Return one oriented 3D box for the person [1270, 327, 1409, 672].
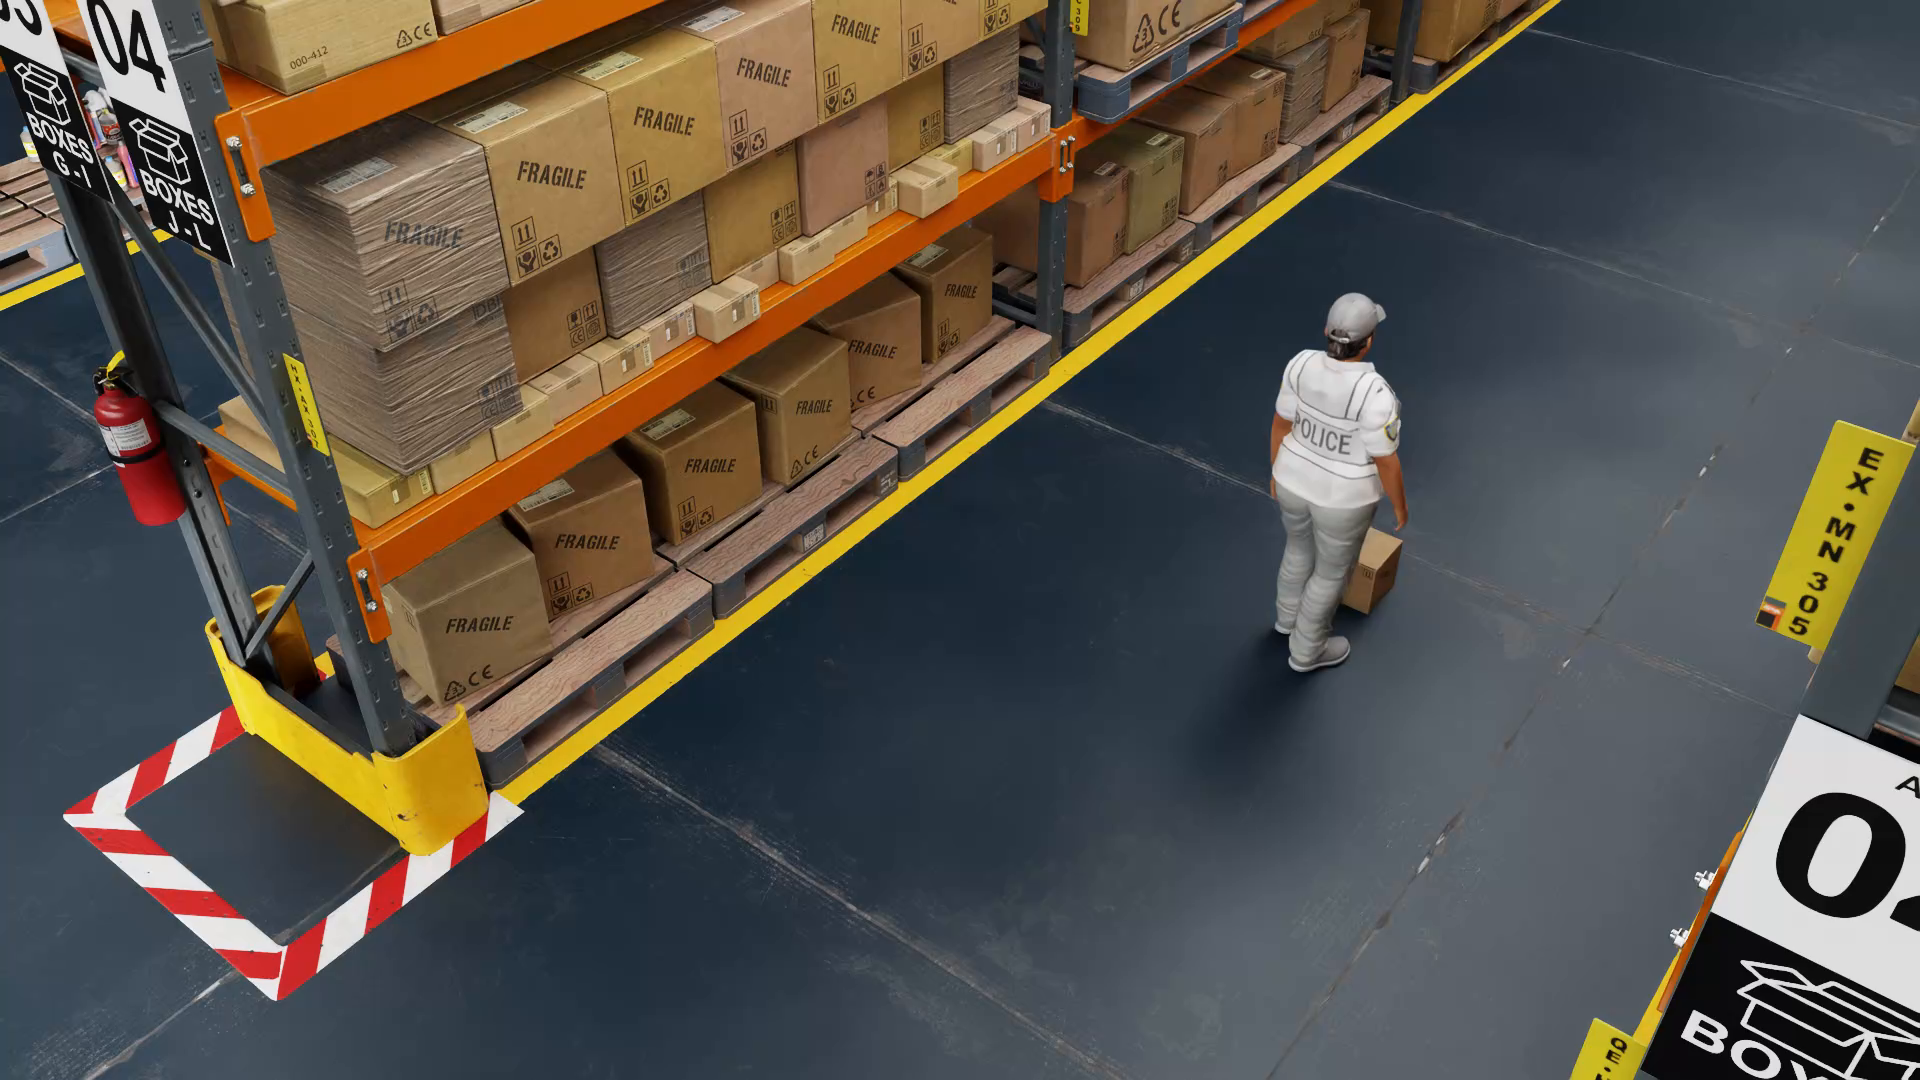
[{"bbox_3d":[1.463,-0.185,6.410,0.463,1.692,0.540,-29,47,-31],"label":"person"}]
